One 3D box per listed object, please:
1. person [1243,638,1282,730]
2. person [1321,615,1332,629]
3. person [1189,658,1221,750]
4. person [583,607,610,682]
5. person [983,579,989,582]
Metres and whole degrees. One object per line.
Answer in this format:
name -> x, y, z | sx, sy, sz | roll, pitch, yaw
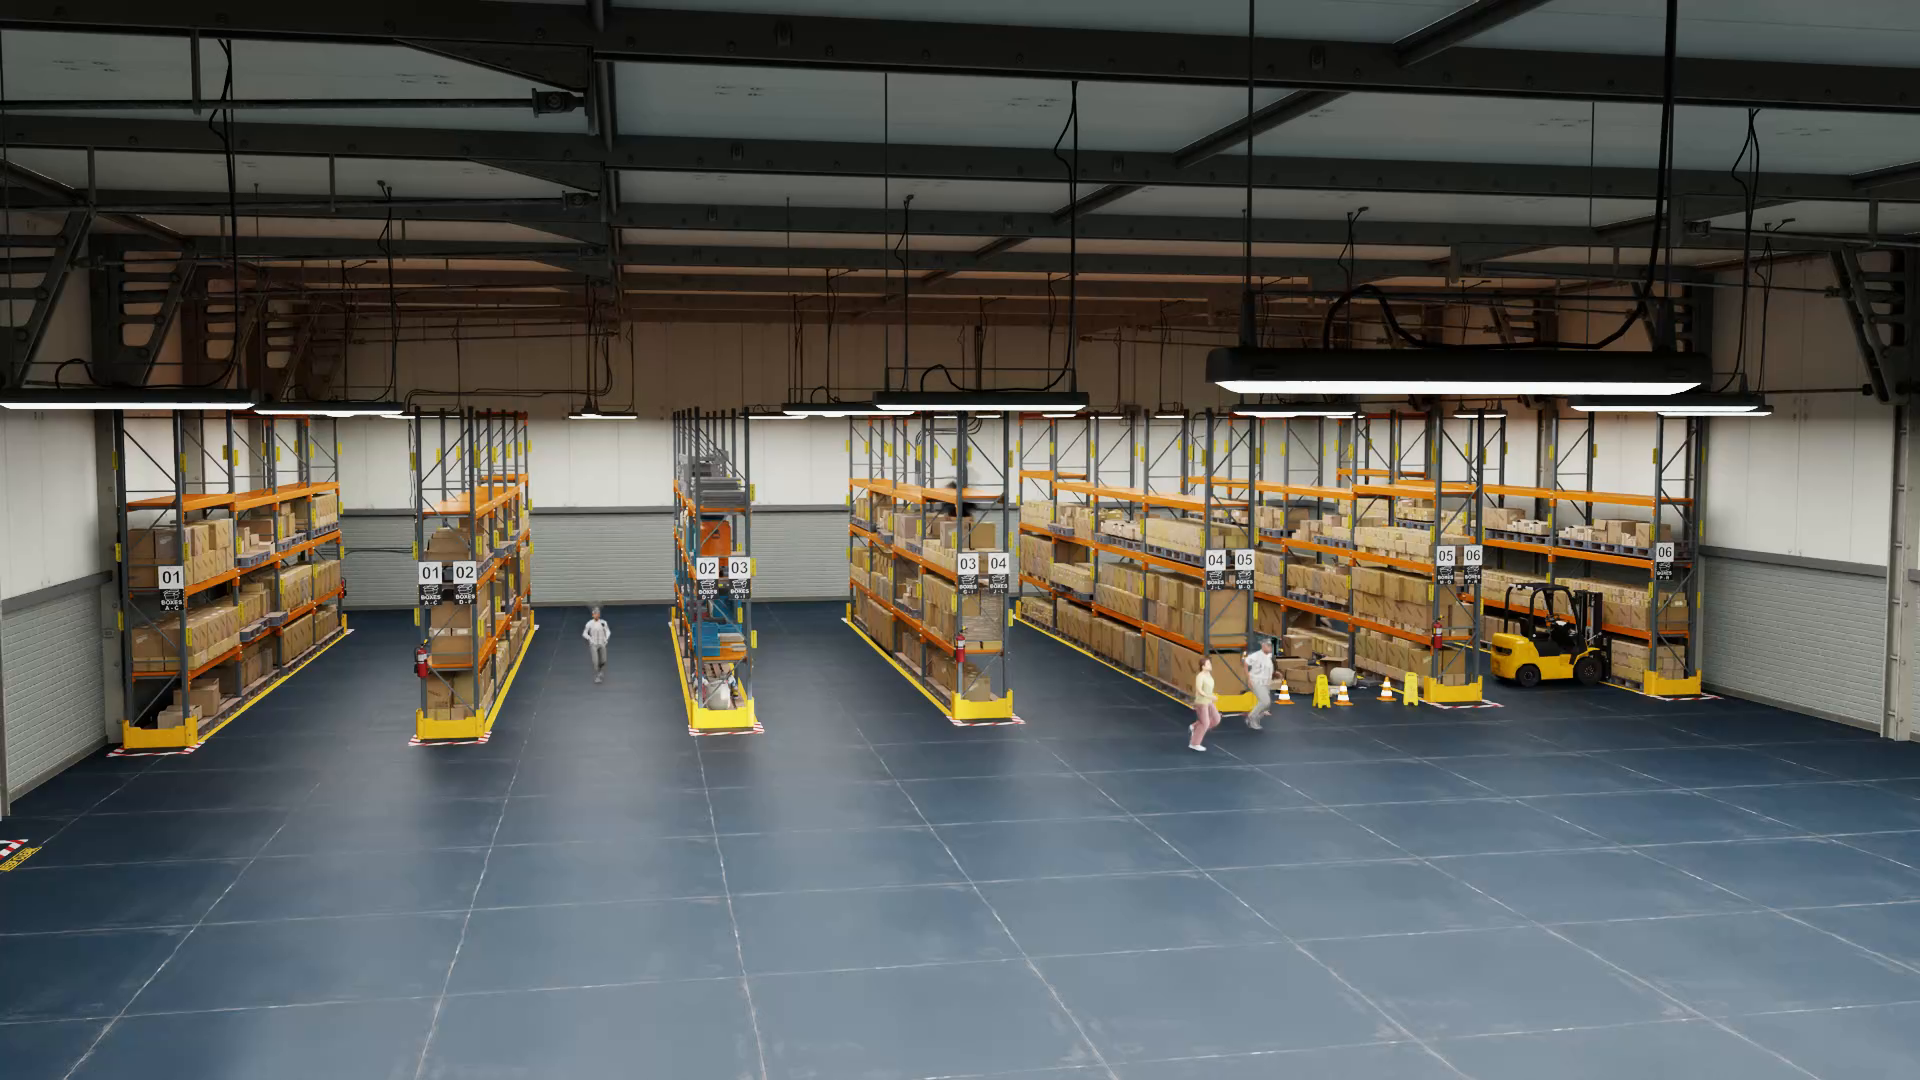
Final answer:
person -> 5.639, 2.671, 30.970 | 0.697, 1.736, 0.685 | 4, 5, 42
person -> 9.807, 1.731, 44.316 | 0.669, 1.679, 0.731 | -1, 4, -16
person -> 4.278, 2.856, 29.009 | 0.598, 1.631, 0.602 | 2, 5, 31
person -> -7.970, 2.298, 36.555 | 0.611, 1.649, 0.569 | -2, 4, -23
person -> 0.726, 1.544, 47.476 | 0.671, 1.625, 0.671 | -1, 4, -8
